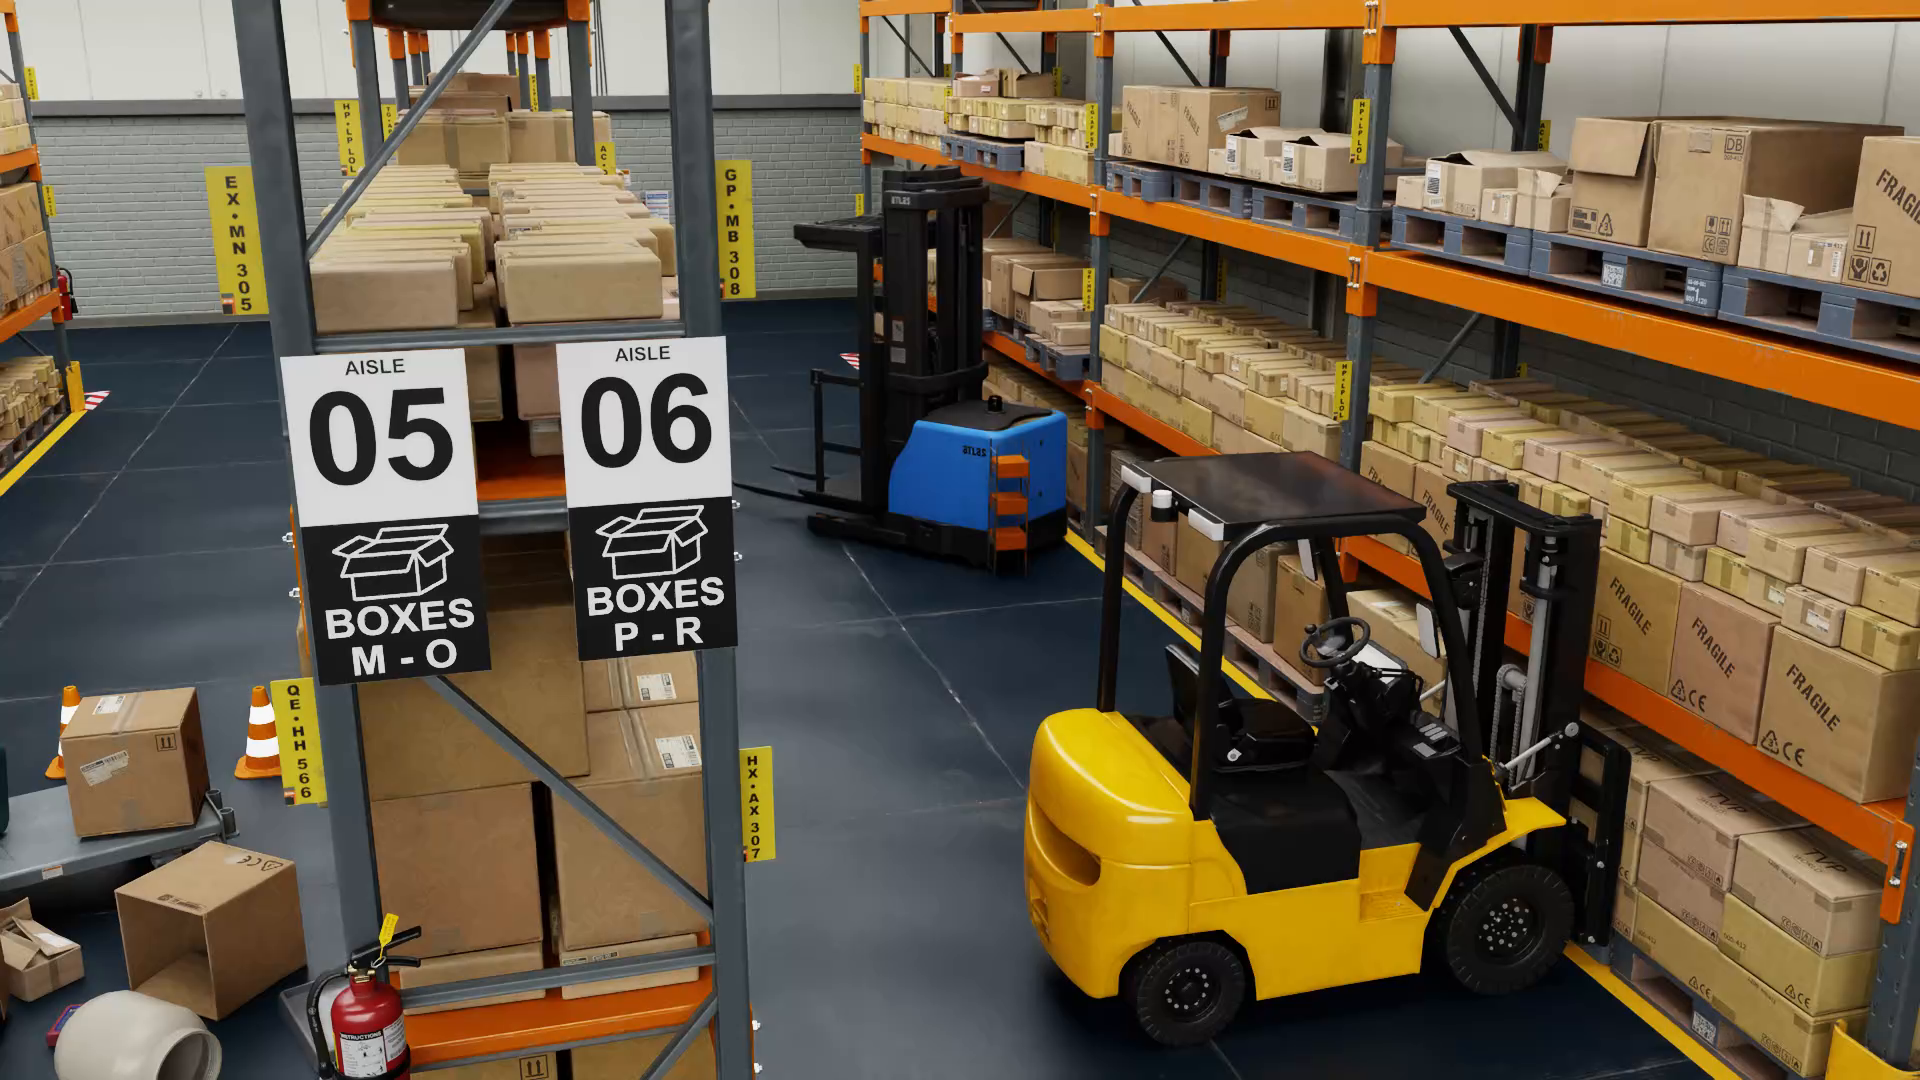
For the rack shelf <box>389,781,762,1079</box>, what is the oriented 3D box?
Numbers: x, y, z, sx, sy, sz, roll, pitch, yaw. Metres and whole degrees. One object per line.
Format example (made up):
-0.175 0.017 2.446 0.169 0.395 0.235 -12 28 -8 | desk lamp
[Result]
-1.614 0.950 6.326 1.077 0.370 4.000 -5 17 -15 | rack shelf

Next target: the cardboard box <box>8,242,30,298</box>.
-9.537 -2.652 16.375 0.500 0.500 0.500 -5 17 -15 | cardboard box

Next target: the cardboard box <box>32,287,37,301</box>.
-9.716 -2.520 17.063 0.380 0.149 0.250 -5 17 -16 | cardboard box

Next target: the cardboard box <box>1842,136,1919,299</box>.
3.351 -1.071 5.513 0.500 0.500 0.500 -4 17 -13 | cardboard box

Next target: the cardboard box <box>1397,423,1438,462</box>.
2.515 -0.519 8.665 0.380 0.149 0.250 -4 17 -14 | cardboard box

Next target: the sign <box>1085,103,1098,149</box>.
0.986 -3.089 12.410 0.100 0.325 0.005 -5 17 -15 | sign

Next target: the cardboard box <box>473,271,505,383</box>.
-1.589 -0.609 4.795 0.500 0.250 0.500 -5 17 -16 | cardboard box

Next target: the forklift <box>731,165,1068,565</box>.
-0.637 -1.523 13.427 3.031 2.935 1.130 11 20 33 | forklift

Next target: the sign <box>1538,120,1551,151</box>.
3.141 -2.108 9.004 0.100 0.325 0.005 -5 17 -15 | sign

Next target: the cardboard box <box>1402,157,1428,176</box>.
2.563 -2.157 9.737 0.380 0.149 0.250 -5 17 -15 | cardboard box

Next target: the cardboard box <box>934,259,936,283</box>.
0.035 -2.746 17.124 0.500 0.250 0.500 -4 17 -14 | cardboard box

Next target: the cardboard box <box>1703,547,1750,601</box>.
3.174 0.119 6.542 0.380 0.149 0.250 -5 17 -16 | cardboard box

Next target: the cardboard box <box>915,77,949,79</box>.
-0.300 -5.306 19.564 0.500 0.250 0.500 -5 17 -17 | cardboard box

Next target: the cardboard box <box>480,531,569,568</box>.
-1.547 0.225 5.060 0.700 0.500 0.500 -5 17 -15 | cardboard box

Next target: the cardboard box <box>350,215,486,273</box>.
-1.644 -0.896 5.056 0.380 0.149 0.250 -5 17 -15 | cardboard box

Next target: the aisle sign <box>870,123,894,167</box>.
-0.991 -4.901 20.036 0.394 0.787 0.004 -5 17 -15 | aisle sign

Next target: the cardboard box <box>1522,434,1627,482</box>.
2.840 -0.380 7.686 0.380 0.149 0.250 -5 17 -15 | cardboard box

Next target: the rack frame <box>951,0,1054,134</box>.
0.409 -5.427 15.878 1.000 3.000 0.127 -5 17 -15 | rack frame

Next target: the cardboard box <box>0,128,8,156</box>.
-9.543 -3.829 16.031 0.500 0.250 0.500 -4 17 -13 | cardboard box

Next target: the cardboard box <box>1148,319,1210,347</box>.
1.567 -1.481 11.866 0.380 0.149 0.250 -4 17 -15 | cardboard box

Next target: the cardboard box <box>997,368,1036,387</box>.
0.572 -1.533 15.829 0.380 0.149 0.250 -5 17 -16 | cardboard box

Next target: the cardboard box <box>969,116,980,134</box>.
0.298 -3.792 15.180 0.380 0.149 0.250 -4 17 -14 | cardboard box

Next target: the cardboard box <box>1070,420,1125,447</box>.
1.129 -0.879 13.651 0.380 0.149 0.250 -6 18 -18 | cardboard box

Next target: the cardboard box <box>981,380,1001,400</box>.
0.481 -1.260 16.047 0.500 0.500 0.500 -5 17 -16 | cardboard box

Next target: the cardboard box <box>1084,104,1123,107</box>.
1.267 -3.615 14.110 0.380 0.149 0.250 -5 17 -16 | cardboard box

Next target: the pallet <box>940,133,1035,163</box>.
0.521 -3.715 15.717 1.213 0.211 1.003 -5 17 -15 | pallet

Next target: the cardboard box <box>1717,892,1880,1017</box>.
3.273 1.532 6.320 0.500 0.250 0.500 -5 17 -16 | cardboard box

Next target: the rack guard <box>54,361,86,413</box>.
-10.173 -1.630 18.008 1.175 0.500 0.348 -5 17 -15 | rack guard

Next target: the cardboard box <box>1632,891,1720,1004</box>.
3.146 1.638 6.836 0.500 0.250 0.500 -5 17 -15 | cardboard box

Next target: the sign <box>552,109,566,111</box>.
-2.741 -2.781 11.382 0.100 0.325 0.005 -5 17 -15 | sign

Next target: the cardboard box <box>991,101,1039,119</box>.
0.490 -3.793 14.669 0.380 0.149 0.250 -5 17 -15 | cardboard box

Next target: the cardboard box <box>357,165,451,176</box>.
-2.391 -1.533 7.178 0.380 0.149 0.250 -5 17 -16 | cardboard box

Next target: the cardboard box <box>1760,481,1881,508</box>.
3.544 -0.133 6.863 0.380 0.149 0.250 -4 17 -14 | cardboard box

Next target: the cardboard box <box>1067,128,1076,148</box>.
1.079 -3.230 13.346 0.380 0.149 0.250 -4 17 -14 | cardboard box

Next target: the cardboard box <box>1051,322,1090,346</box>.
0.959 -1.680 13.537 0.380 0.149 0.250 -4 17 -14 | cardboard box

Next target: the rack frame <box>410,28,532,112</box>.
-4.363 -5.034 14.568 1.000 3.000 0.127 -5 17 -15 | rack frame

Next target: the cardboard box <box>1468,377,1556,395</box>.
2.986 -0.778 9.009 0.380 0.149 0.250 -5 17 -15 | cardboard box

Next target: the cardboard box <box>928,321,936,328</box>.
-0.416 -2.248 19.338 0.700 0.500 0.500 -4 17 -13 | cardboard box

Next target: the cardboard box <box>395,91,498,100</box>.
-3.718 -2.999 12.103 0.700 0.500 0.500 -6 18 -18 | cardboard box

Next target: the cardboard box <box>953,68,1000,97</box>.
0.156 -4.349 15.799 0.396 0.266 0.258 -5 17 -16 | cardboard box

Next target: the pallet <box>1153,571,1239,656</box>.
2.029 0.456 11.569 1.003 0.211 1.213 -5 17 -15 | pallet

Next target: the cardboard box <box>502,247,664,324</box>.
-0.966 -0.654 4.251 0.380 0.149 0.250 -5 17 -16 | cardboard box

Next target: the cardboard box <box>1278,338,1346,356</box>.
2.343 -1.239 11.062 0.380 0.149 0.250 -5 17 -15 | cardboard box

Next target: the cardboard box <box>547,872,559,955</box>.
-1.042 1.100 5.013 0.380 0.149 0.250 -4 17 -14 | cardboard box

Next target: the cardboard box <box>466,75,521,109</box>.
-4.322 -4.073 15.507 0.500 0.500 0.500 -4 17 -14 | cardboard box

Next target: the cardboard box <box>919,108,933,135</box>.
-0.117 -4.318 17.142 0.500 0.250 0.500 -5 18 -17 | cardboard box

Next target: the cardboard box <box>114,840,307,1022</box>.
-3.178 1.652 7.078 0.500 0.500 0.500 7 18 23 | cardboard box

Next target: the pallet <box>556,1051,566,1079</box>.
-1.607 1.909 6.730 1.003 0.211 1.213 -5 17 -15 | pallet

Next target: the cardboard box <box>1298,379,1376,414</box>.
2.212 -0.847 9.755 0.380 0.149 0.250 -5 17 -16 | cardboard box

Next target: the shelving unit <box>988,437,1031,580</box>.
0.363 -0.232 12.376 0.252 1.050 0.215 -3 20 -12 | shelving unit

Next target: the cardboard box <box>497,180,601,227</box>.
-1.566 -1.289 6.364 0.380 0.149 0.250 -5 17 -16 | cardboard box

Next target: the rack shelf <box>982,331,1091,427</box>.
0.959 -1.656 15.002 1.077 0.370 4.000 -5 17 -15 | rack shelf

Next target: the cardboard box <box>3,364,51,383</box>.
-9.597 -1.706 17.110 0.380 0.149 0.250 -5 17 -16 | cardboard box

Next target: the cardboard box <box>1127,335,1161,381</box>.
1.532 -1.335 12.073 0.500 0.250 0.500 -4 17 -14 | cardboard box

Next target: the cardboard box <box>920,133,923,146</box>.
-0.212 -4.234 17.556 0.380 0.149 0.250 -4 17 -13 | cardboard box
